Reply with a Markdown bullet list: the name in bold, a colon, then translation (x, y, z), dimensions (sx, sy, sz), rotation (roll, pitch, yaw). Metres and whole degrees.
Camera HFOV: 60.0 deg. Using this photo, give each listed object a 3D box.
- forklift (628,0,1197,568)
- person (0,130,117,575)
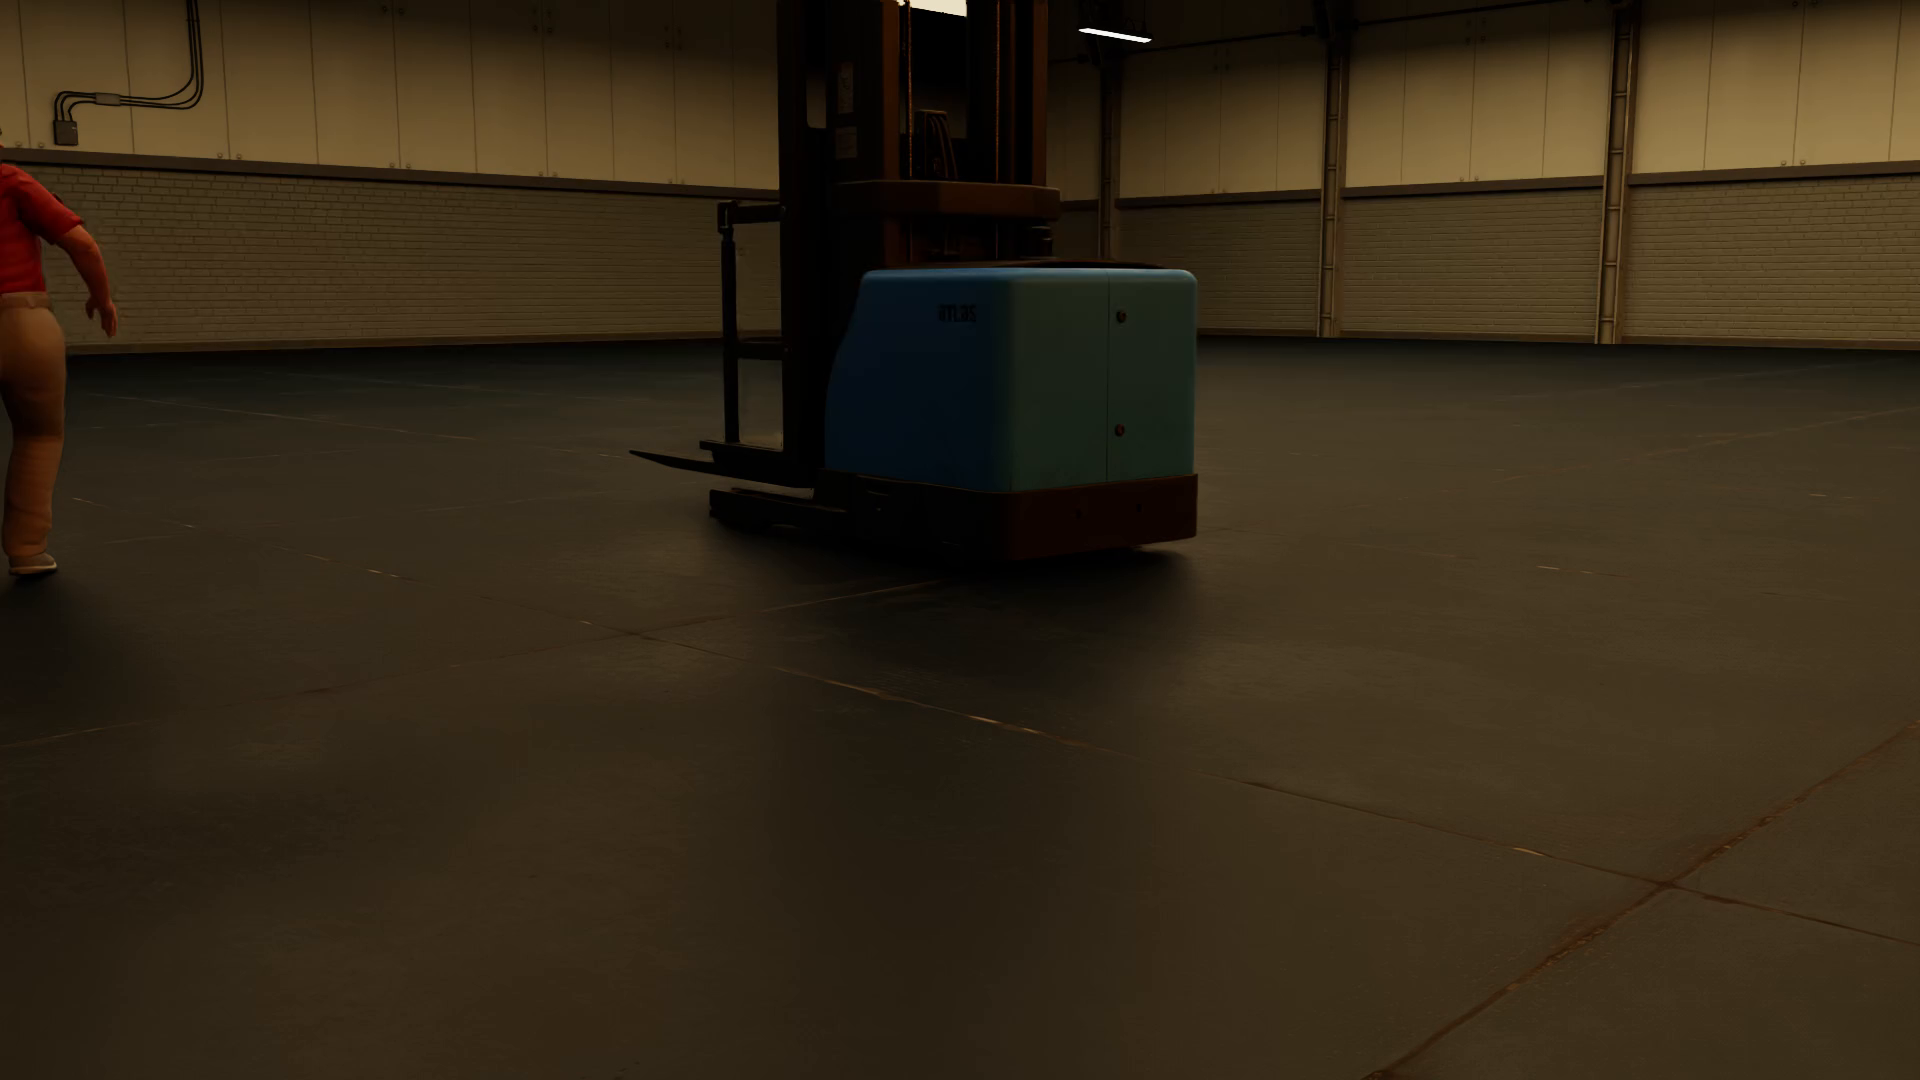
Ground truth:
- **forklift**: translation (-0.413, -1.521, 6.977), dimensions (1.130, 2.935, 3.031), rotation (-7, 11, -38)
- **person**: translation (-3.349, -0.669, 5.732), dimensions (0.800, 1.660, 0.723), rotation (-4, 9, -23)
